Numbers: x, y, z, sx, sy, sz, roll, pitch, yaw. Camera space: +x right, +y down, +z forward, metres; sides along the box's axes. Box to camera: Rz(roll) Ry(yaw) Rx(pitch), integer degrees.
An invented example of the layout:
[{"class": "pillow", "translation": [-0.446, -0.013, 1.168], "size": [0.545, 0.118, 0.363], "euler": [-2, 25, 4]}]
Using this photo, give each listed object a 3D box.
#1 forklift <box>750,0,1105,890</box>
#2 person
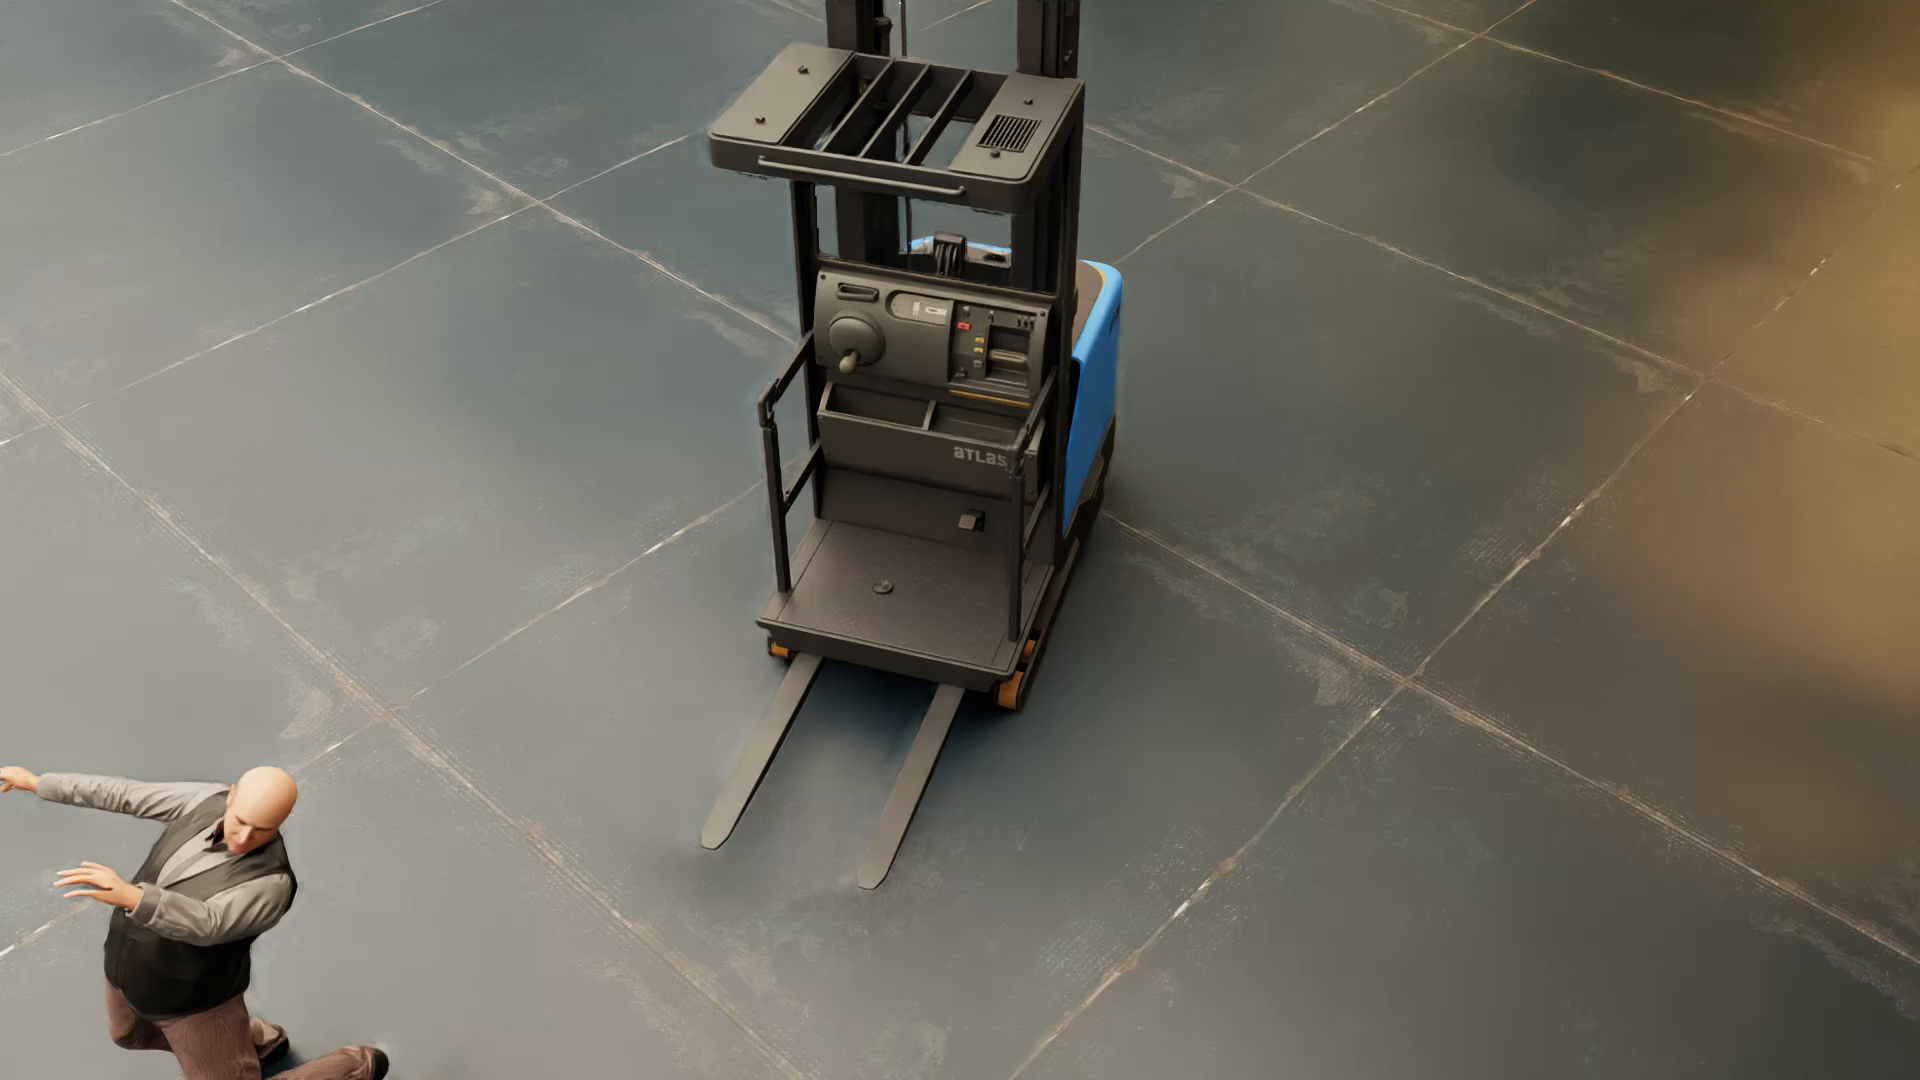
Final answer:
[{"class": "forklift", "translation": [-0.077, -0.710, 6.256], "size": [1.130, 2.935, 3.031], "euler": [5, 41, 6]}, {"class": "person", "translation": [-2.309, 1.405, 4.825], "size": [1.051, 1.633, 0.808], "euler": [32, 50, 32]}]
